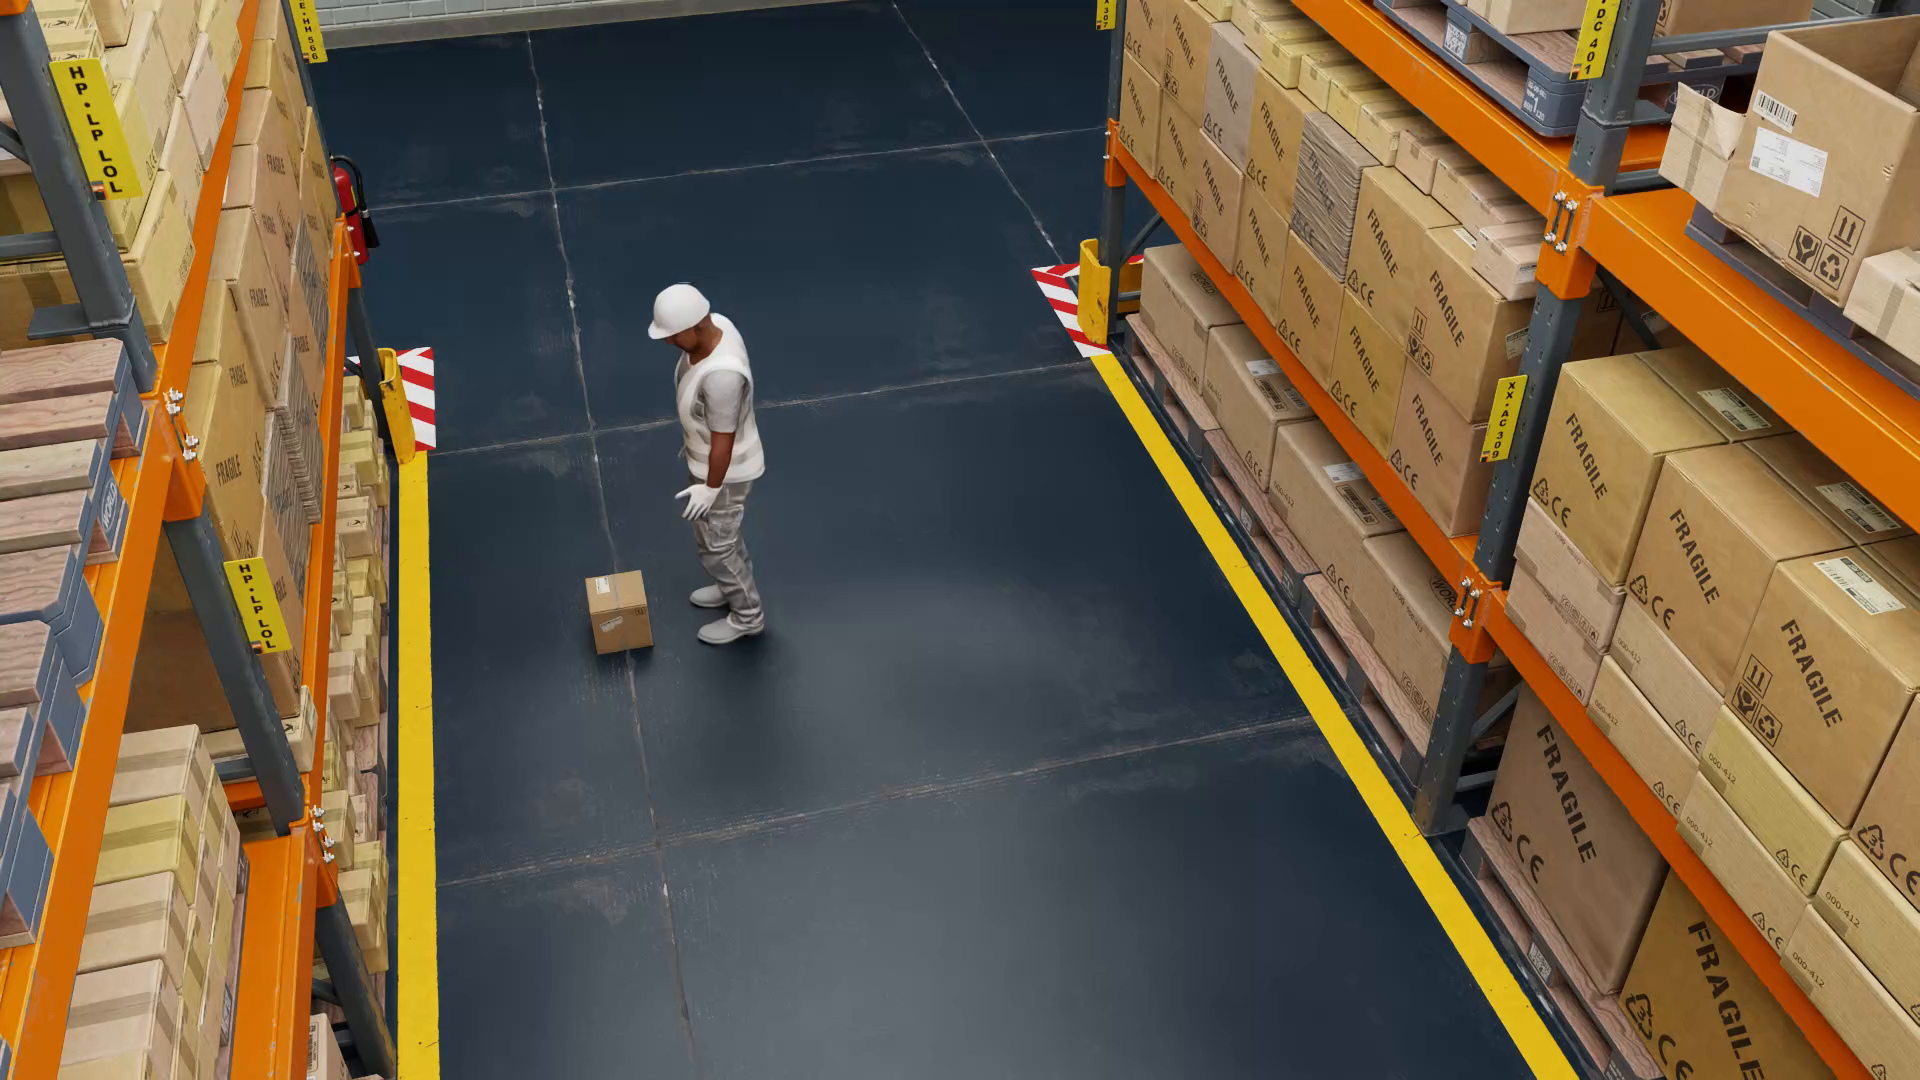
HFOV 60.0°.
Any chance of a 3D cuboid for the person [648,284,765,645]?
[{"bbox_3d":[-1.051,-0.326,7.143,0.414,1.754,0.563,-9,39,-11],"label":"person"}]
